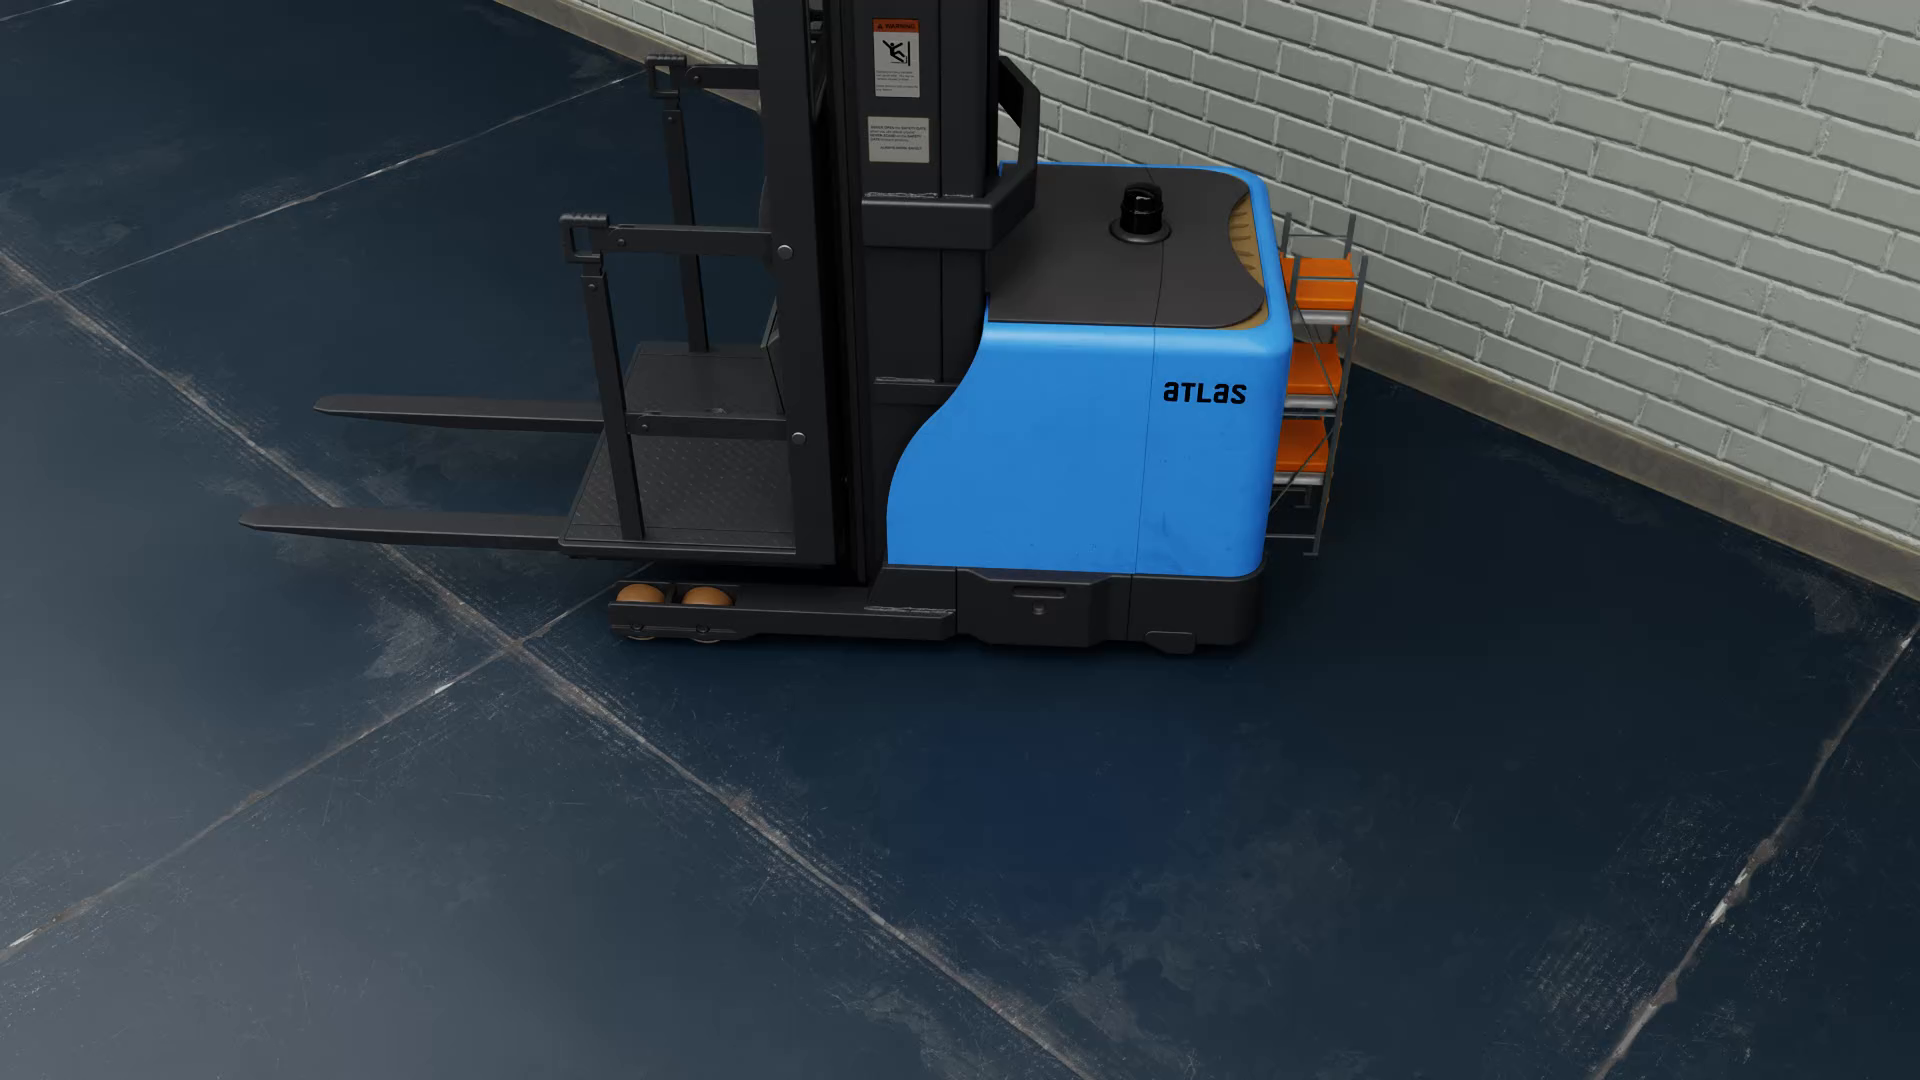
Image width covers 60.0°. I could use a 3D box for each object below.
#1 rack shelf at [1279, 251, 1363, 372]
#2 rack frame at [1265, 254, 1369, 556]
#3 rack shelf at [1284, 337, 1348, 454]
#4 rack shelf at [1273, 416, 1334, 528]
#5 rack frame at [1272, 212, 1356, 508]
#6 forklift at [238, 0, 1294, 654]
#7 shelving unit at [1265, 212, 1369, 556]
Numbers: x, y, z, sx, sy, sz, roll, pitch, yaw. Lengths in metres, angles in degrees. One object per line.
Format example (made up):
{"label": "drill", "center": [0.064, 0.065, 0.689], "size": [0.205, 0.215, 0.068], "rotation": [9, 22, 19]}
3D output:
{"label": "rack shelf", "center": [1.021, -0.656, 4.793], "size": [0.215, 0.259, 0.240], "rotation": [2, 39, 2]}
{"label": "rack frame", "center": [1.015, -0.366, 4.867], "size": [0.200, 1.050, 0.008], "rotation": [2, 39, 2]}
{"label": "rack shelf", "center": [1.021, -0.434, 4.969], "size": [0.215, 0.259, 0.240], "rotation": [2, 39, 2]}
{"label": "rack shelf", "center": [1.021, -0.216, 5.142], "size": [0.215, 0.259, 0.240], "rotation": [2, 39, 2]}
{"label": "rack frame", "center": [1.027, -0.518, 5.058], "size": [0.200, 1.050, 0.008], "rotation": [2, 39, 2]}
{"label": "forklift", "center": [-0.622, -1.172, 4.369], "size": [3.031, 2.935, 1.130], "rotation": [2, 39, 3]}
{"label": "shelving unit", "center": [1.021, -0.442, 4.963], "size": [0.215, 1.050, 0.252], "rotation": [2, 39, 2]}
